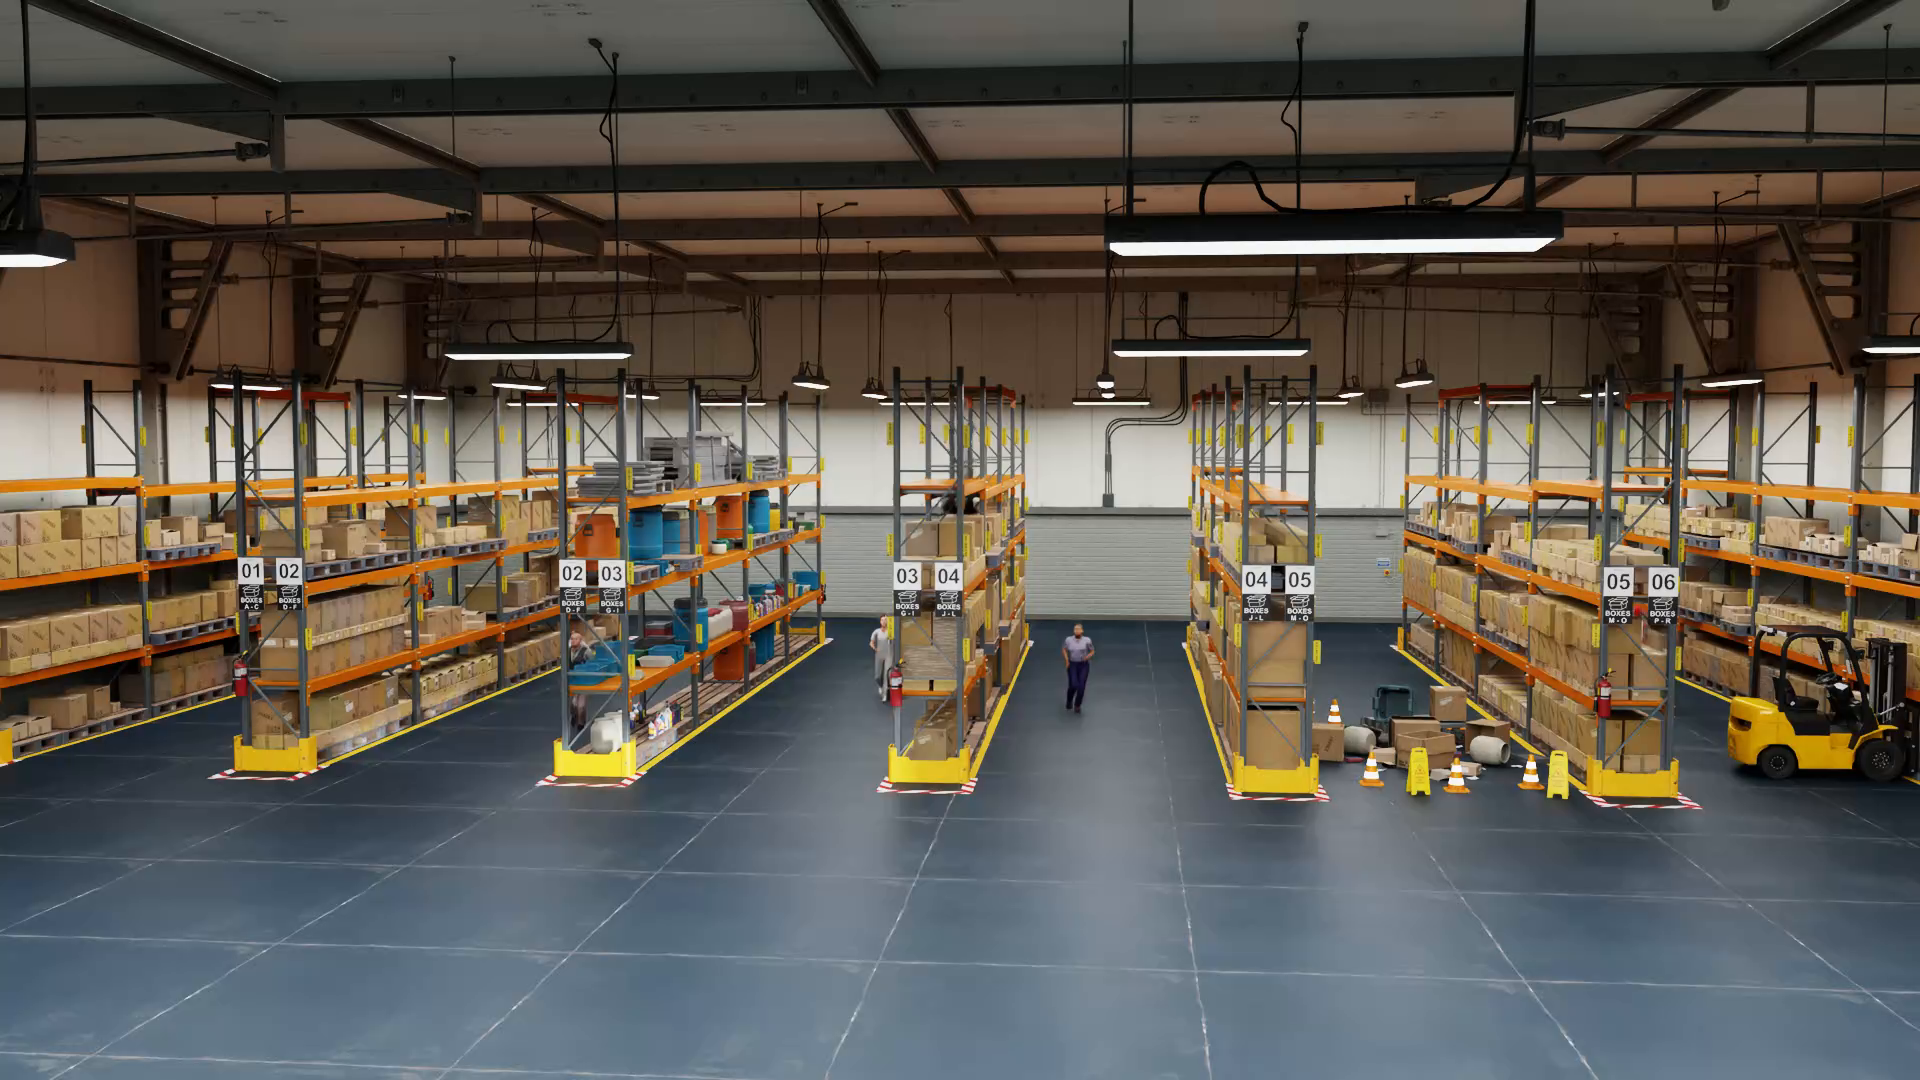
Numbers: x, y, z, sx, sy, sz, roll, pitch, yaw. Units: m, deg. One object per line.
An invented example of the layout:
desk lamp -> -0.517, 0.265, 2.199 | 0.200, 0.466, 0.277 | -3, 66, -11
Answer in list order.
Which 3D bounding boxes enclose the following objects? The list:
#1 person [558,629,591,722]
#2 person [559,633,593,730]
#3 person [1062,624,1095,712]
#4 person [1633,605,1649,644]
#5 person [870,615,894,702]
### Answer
person -> -6.856, 2.373, 29.623 | 0.564, 1.583, 0.921 | 0, 4, -7
person -> -6.517, 2.407, 28.165 | 0.643, 1.670, 0.664 | 0, 4, 5
person -> 2.148, 2.321, 30.124 | 0.586, 1.613, 0.583 | 0, 4, 2
person -> 12.859, 2.127, 31.834 | 0.671, 1.783, 0.884 | 0, 4, 0
person -> -1.418, 2.226, 31.546 | 0.574, 1.628, 0.758 | 0, 4, 1
